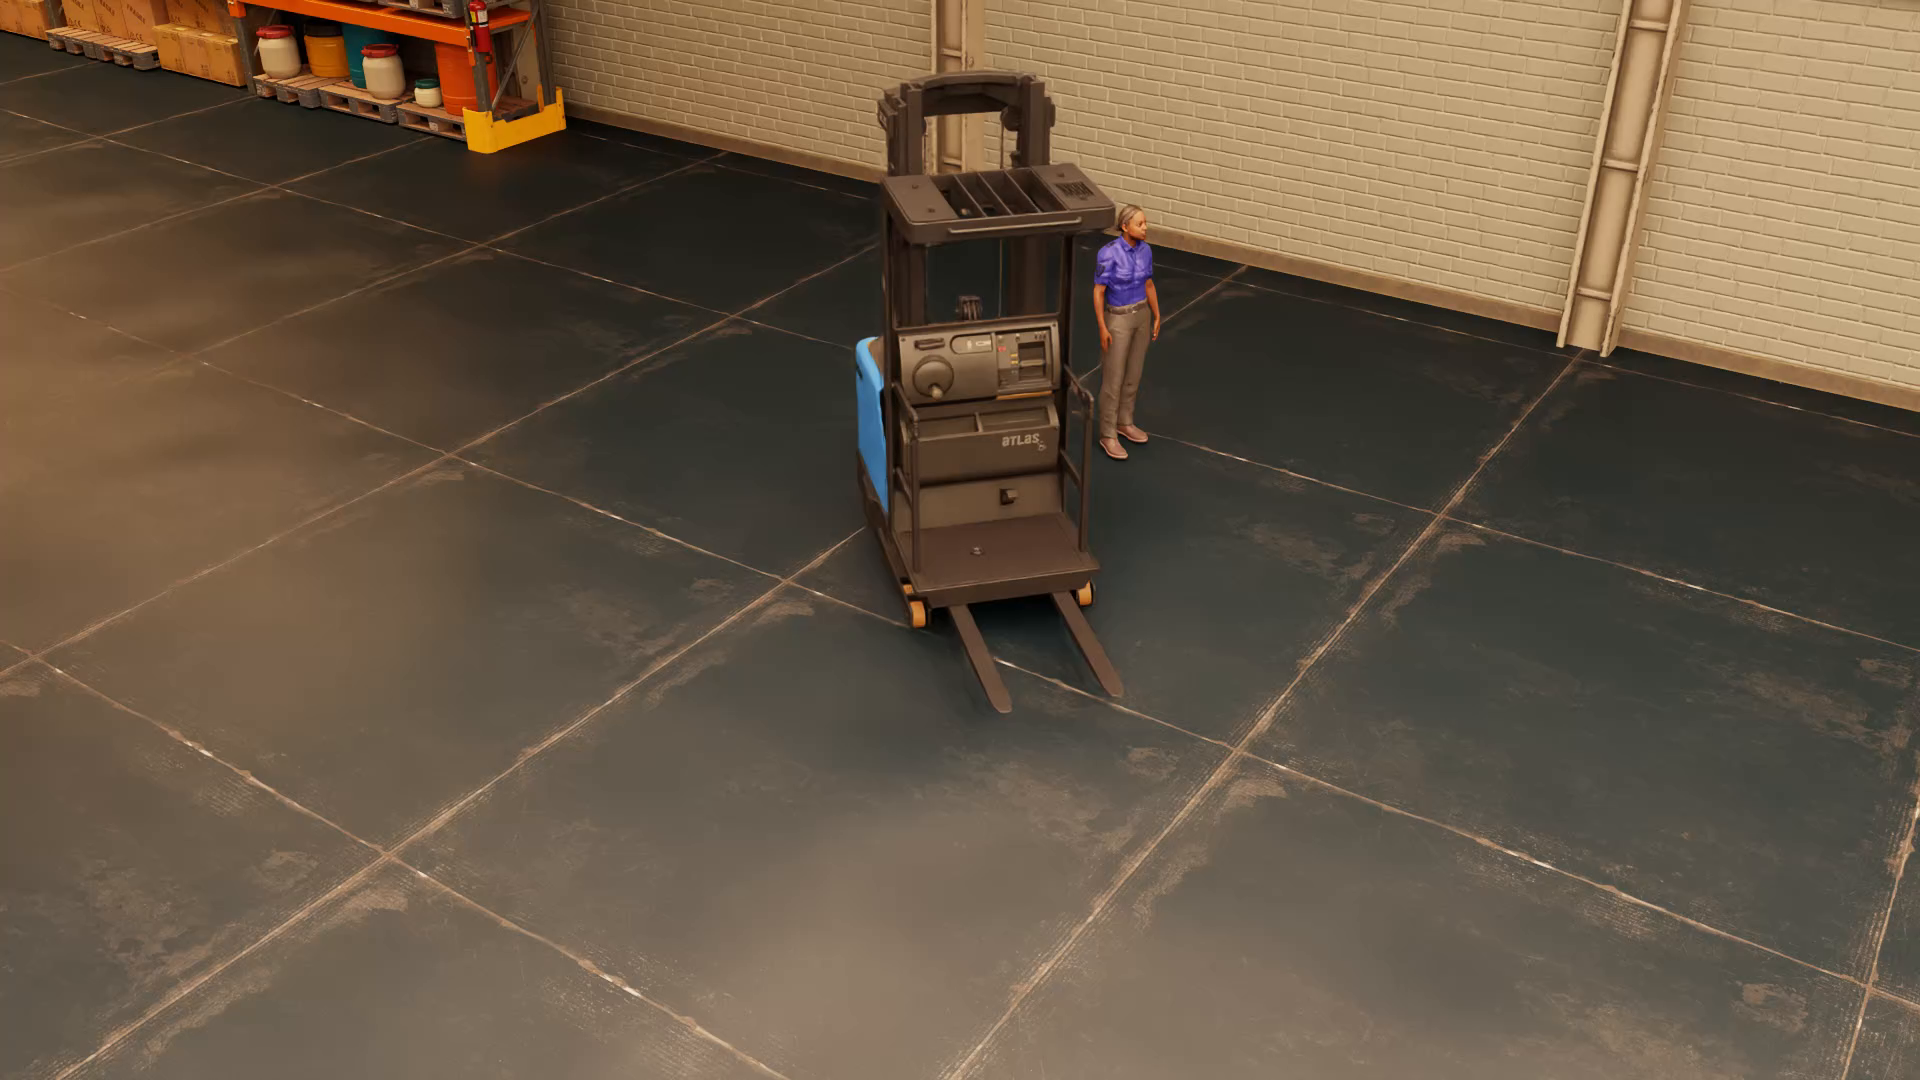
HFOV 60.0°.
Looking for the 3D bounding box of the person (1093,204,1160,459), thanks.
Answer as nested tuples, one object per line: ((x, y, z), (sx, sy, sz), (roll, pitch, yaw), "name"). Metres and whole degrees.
((1.172, -1.433, 11.305), (0.570, 1.654, 0.504), (-20, 36, -30), "person")

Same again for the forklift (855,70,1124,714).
((0.167, -0.966, 9.244), (1.130, 2.935, 3.031), (-7, 31, -12), "forklift")
